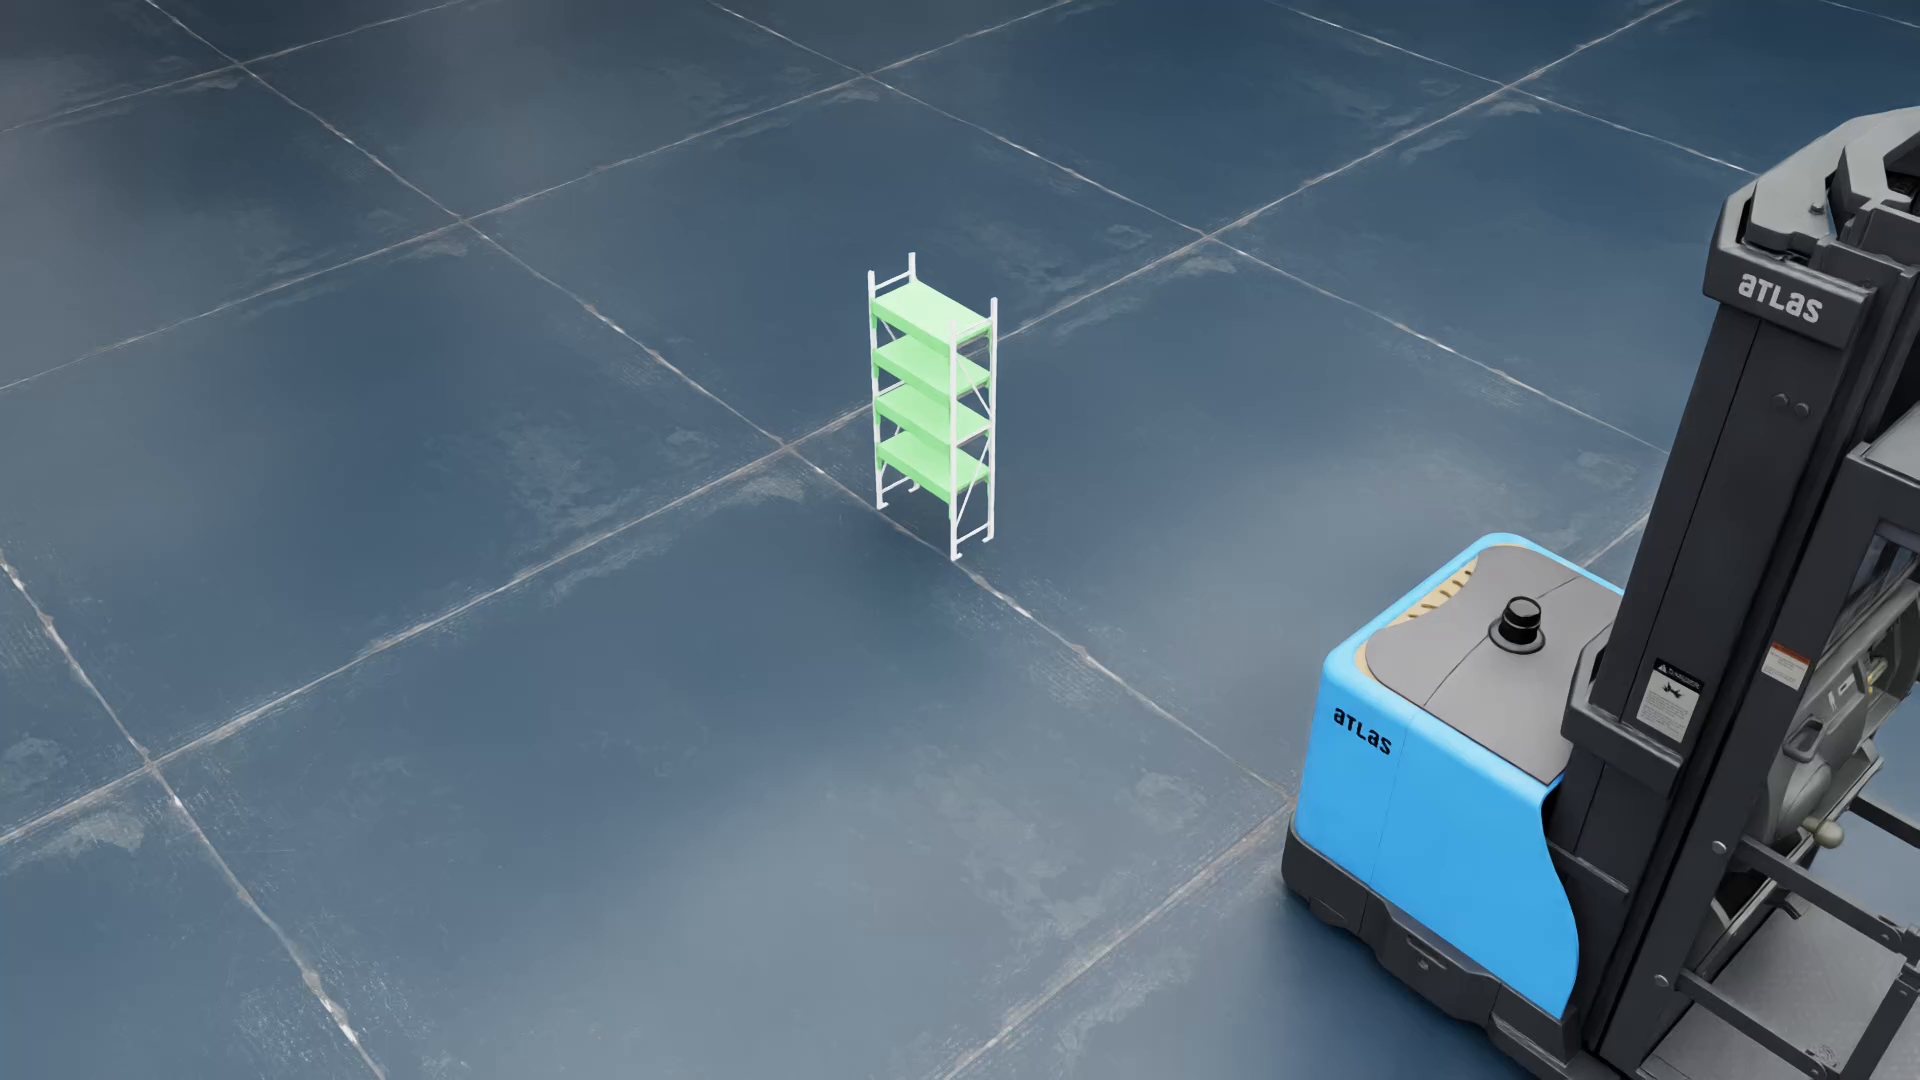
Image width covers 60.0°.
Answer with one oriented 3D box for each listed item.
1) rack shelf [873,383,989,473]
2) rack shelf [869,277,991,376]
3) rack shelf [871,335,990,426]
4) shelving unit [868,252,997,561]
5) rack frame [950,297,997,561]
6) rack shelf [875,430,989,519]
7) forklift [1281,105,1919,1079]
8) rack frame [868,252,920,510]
[{"bbox_3d":[-0.112,-0.494,7.008,0.258,0.148,0.480,-30,48,-32],"label":"rack shelf"},{"bbox_3d":[-0.112,-0.867,6.706,0.258,0.148,0.480,-30,48,-32],"label":"rack shelf"},{"bbox_3d":[-0.112,-0.680,6.857,0.258,0.148,0.480,-30,48,-32],"label":"rack shelf"},{"bbox_3d":[-0.112,-0.543,6.968,0.258,1.200,0.503,-30,48,-32],"label":"shelving unit"},{"bbox_3d":[0.053,-0.430,6.828,0.240,1.200,0.015,-30,48,-32],"label":"rack frame"},{"bbox_3d":[-0.112,-0.307,7.159,0.258,0.148,0.480,-30,48,-32],"label":"rack shelf"},{"bbox_3d":[2.476,0.528,4.264,1.130,2.935,3.031,-30,48,-32],"label":"forklift"},{"bbox_3d":[-0.277,-0.656,7.108,0.240,1.200,0.015,-30,48,-32],"label":"rack frame"}]
